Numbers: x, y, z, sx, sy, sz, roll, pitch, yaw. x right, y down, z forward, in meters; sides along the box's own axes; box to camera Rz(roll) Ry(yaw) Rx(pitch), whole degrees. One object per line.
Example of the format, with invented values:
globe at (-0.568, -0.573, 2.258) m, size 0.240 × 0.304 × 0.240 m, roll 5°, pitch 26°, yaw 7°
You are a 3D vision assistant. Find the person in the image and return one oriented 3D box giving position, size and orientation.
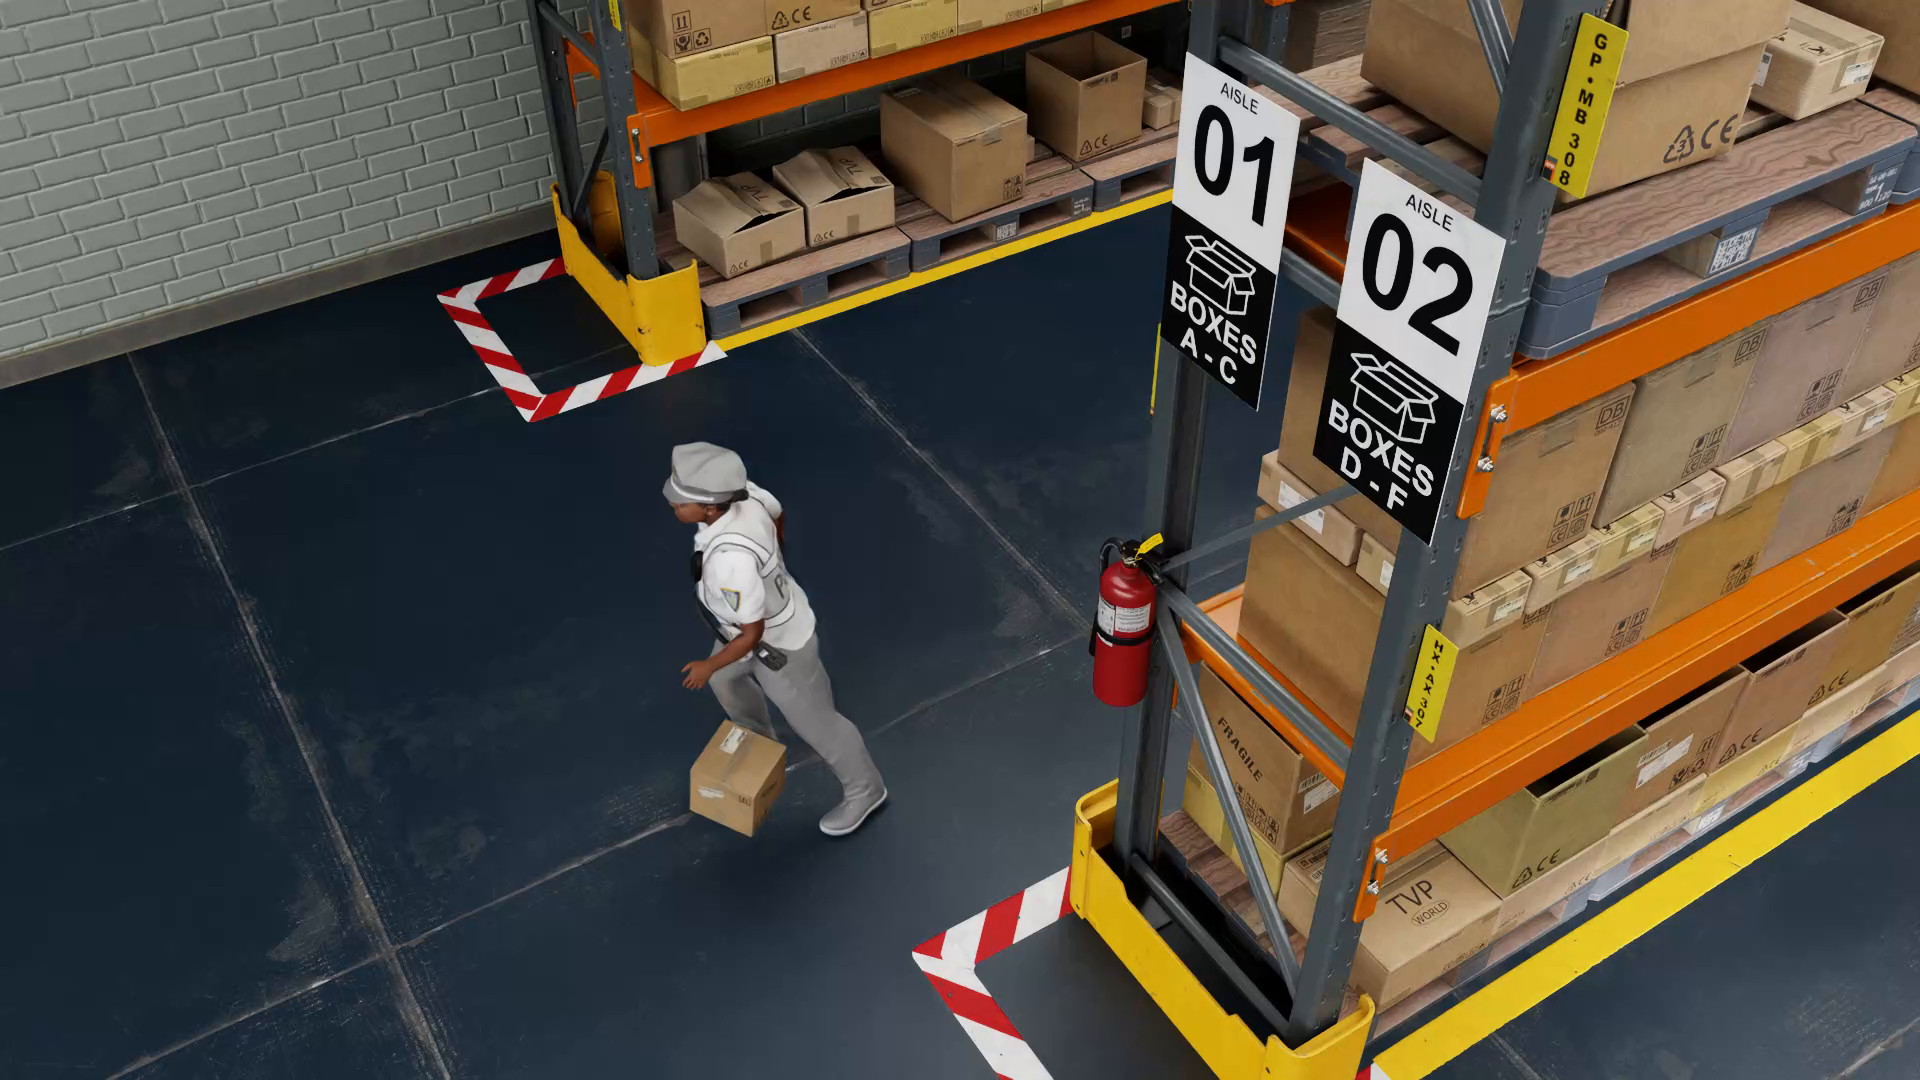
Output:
person at (-0.652, 0.323, 5.802) m, size 0.677 × 1.634 × 0.595 m, roll -9°, pitch 42°, yaw -11°
